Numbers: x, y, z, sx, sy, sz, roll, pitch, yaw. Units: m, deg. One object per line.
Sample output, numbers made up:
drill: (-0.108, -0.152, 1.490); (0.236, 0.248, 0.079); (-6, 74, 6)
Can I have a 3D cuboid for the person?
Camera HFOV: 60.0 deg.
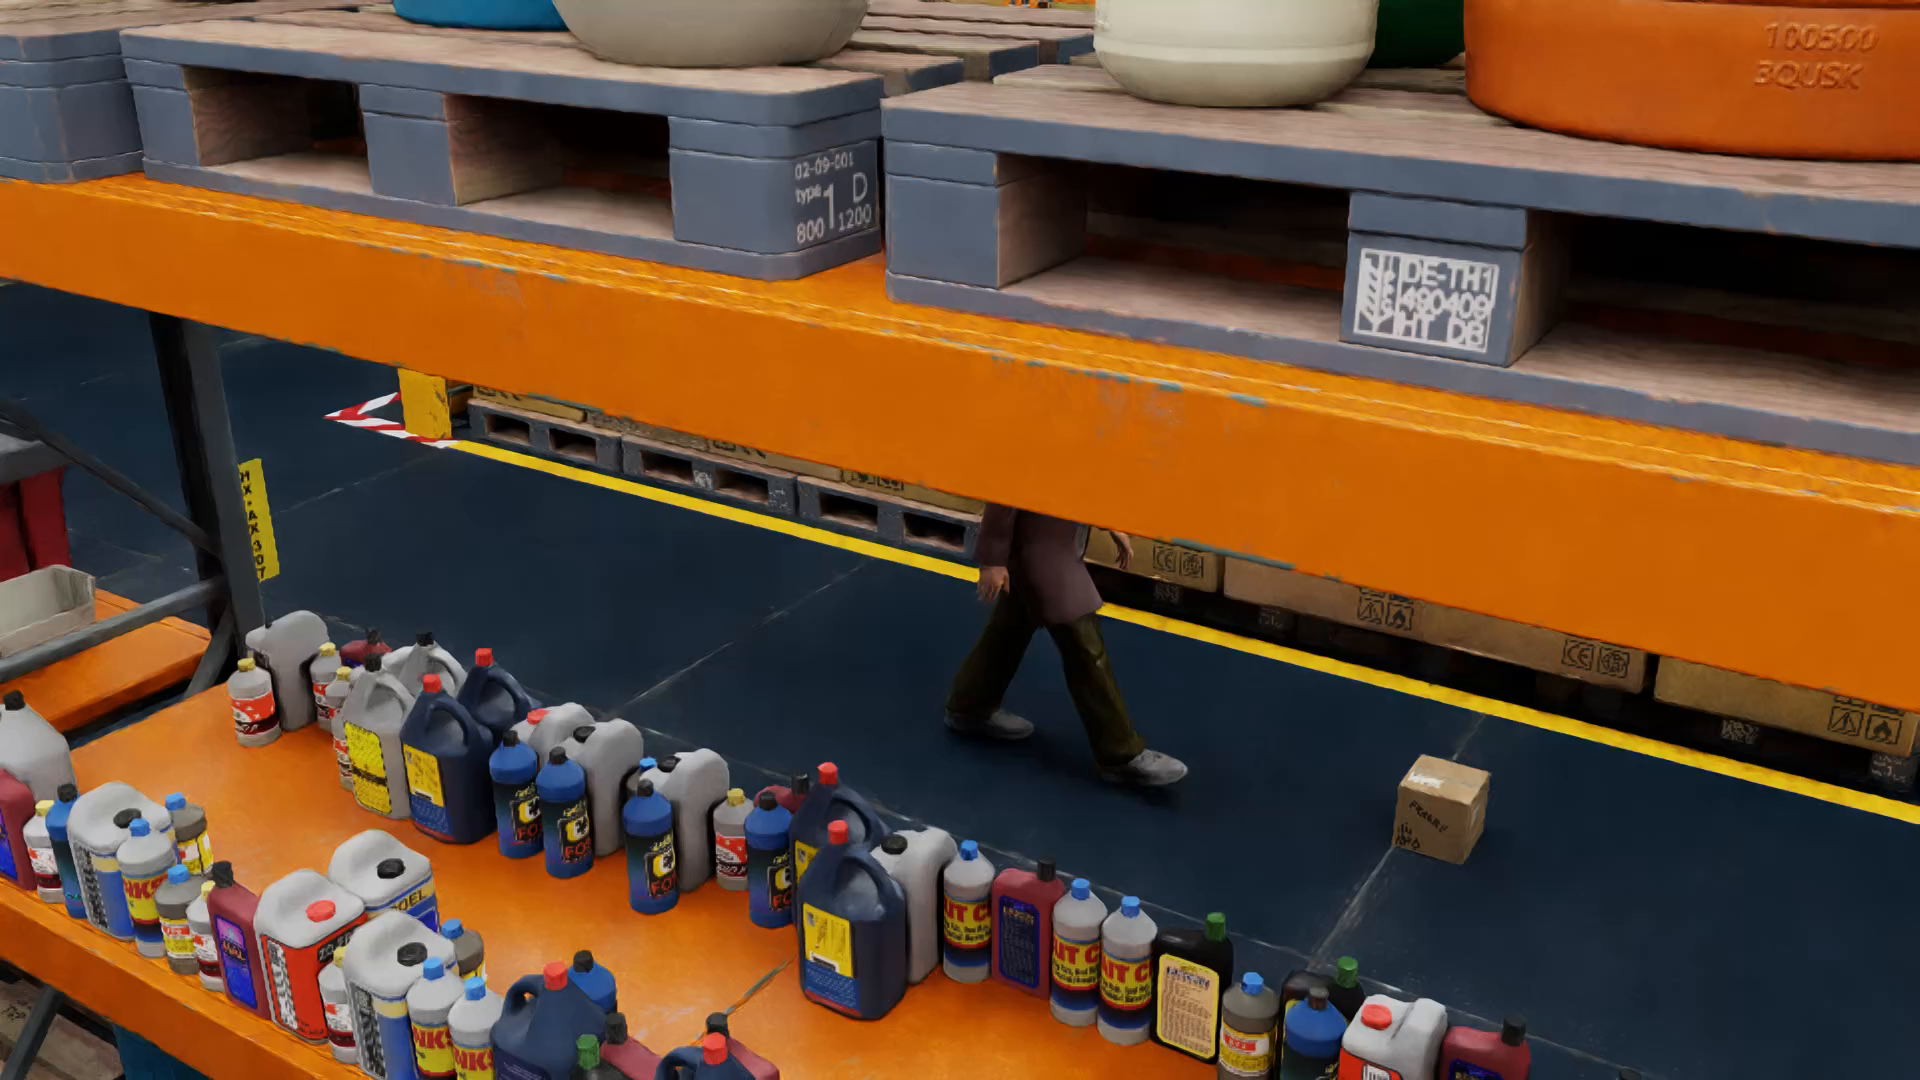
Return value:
person: (0.412, 0.022, 6.067); (1.046, 1.723, 0.607); (10, 25, 22)
